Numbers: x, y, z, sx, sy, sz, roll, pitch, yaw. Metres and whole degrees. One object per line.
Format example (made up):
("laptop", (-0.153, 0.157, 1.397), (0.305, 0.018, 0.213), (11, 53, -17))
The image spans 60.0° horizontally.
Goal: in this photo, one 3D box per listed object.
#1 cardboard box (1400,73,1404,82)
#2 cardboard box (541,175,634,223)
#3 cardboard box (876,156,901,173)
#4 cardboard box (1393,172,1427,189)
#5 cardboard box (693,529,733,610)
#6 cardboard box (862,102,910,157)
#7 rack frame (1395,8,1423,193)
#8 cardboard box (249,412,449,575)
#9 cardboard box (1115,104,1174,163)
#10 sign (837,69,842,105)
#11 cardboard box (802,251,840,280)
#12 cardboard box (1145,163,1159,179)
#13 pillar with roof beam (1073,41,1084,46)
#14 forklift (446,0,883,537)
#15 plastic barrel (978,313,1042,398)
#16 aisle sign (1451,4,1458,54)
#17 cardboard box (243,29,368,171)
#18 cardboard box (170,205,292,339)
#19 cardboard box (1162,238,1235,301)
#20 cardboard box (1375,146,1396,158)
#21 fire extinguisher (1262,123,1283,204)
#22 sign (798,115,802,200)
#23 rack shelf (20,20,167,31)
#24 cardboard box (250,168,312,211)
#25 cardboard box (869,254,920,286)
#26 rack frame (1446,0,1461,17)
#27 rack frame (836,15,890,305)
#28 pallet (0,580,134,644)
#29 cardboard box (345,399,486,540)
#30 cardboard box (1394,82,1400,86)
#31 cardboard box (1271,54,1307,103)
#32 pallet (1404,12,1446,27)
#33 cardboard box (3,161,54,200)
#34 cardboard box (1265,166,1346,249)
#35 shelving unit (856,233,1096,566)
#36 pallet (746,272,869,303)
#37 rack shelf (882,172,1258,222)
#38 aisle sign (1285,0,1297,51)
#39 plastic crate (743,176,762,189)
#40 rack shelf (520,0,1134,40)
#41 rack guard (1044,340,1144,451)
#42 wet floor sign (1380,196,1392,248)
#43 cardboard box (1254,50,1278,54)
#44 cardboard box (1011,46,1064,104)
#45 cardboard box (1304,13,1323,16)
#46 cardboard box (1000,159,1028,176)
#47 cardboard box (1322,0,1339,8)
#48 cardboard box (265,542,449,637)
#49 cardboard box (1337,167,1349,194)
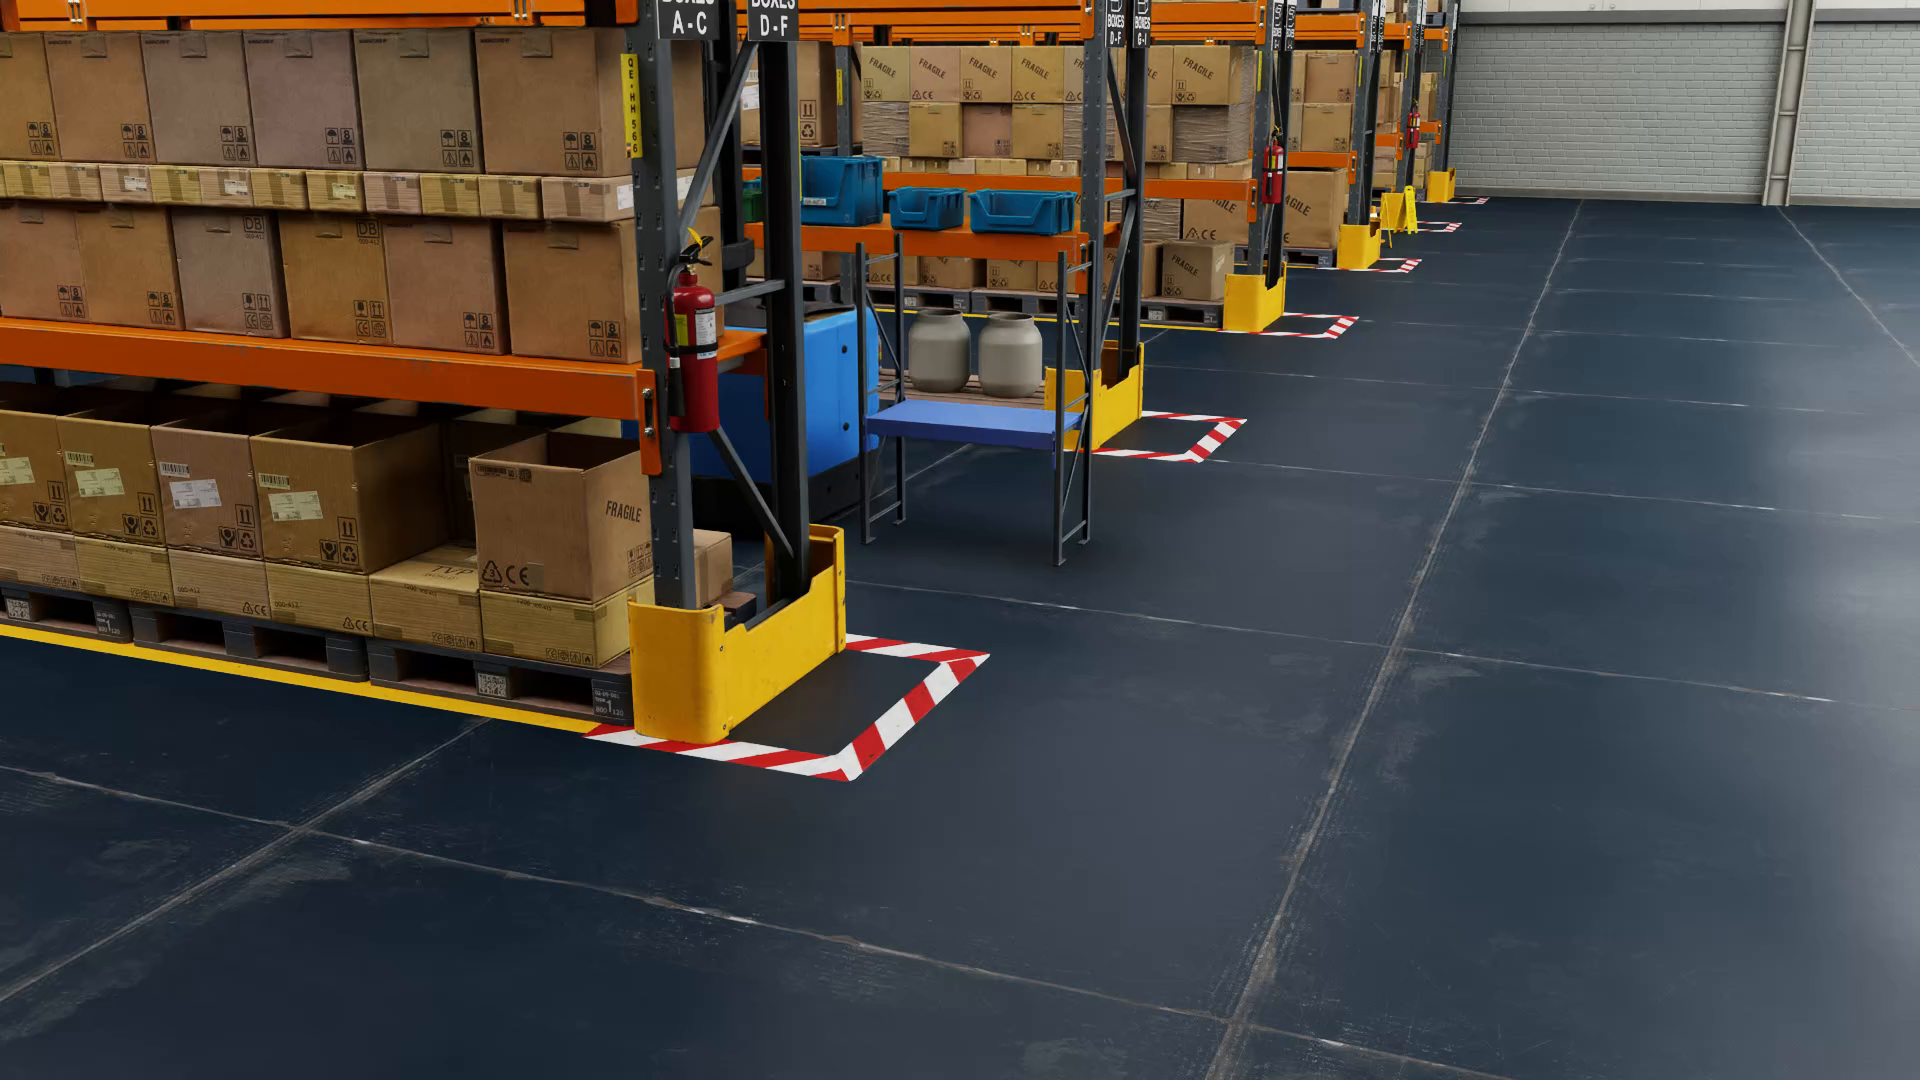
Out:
("cardboard box", (7.590, -7.806, 28.059), (0.250, 0.149, 0.380), (6, 17, 21))
("cardboard box", (-1.276, -1.226, 5.930), (0.250, 0.149, 0.380), (6, 17, 20))
("cardboard box", (-0.616, -3.606, 15.919), (0.250, 0.149, 0.380), (6, 17, 21))
("cardboard box", (7.688, -6.151, 28.416), (0.500, 0.250, 0.500), (6, 17, 21))
("cardboard box", (-1.268, 0.129, 6.783), (0.500, 0.250, 0.500), (6, 17, 21))
("cardboard box", (-0.538, -3.984, 16.059), (0.500, 0.500, 0.875), (6, 17, 21))
("rack frame", (6.423, -6.016, 23.772), (0.127, 3.000, 1.000), (6, 17, 21))
("cardboard box", (-2.395, -0.195, 6.553), (0.500, 0.500, 0.500), (6, 17, 21))
("cardboard box", (1.777, -3.720, 15.151), (0.500, 0.500, 0.875), (6, 17, 21))
("sign", (-1.134, -4.267, 15.670), (0.005, 0.325, 0.100), (6, 17, 21))
("cardboard box", (-1.497, -2.935, 16.851), (0.500, 0.500, 0.700), (5, 17, 16))
("cardboard box", (1.736, -3.369, 15.103), (0.250, 0.149, 0.380), (6, 17, 21))
("pillar with roof beam", (0.763, -9.987, 26.690), (0.400, 9.000, 9.100), (6, 17, 21))
("forklift", (-1.983, -1.683, 8.969), (3.031, 2.935, 1.130), (7, 18, 24))
("plastic barrel", (0.330, -1.216, 10.946), (0.421, 0.512, 0.421), (0, 16, 0))
("aisle sign", (8.195, -8.470, 27.560), (0.004, 0.787, 0.394), (6, 17, 21))
("cardboard box", (-2.290, -1.709, 6.428), (0.500, 0.500, 0.700), (6, 17, 21))
("cardboard box", (-2.722, -1.134, 6.775), (0.500, 0.500, 0.700), (7, 18, 22))
("cardboard box", (2.212, -2.516, 15.444), (0.500, 0.500, 0.500), (10, 19, 31))
("cardboard box", (7.221, -6.682, 28.452), (0.500, 0.250, 0.500), (7, 17, 22))
("fire extinguisher", (2.725, -3.278, 14.478), (0.183, 0.674, 0.296), (6, 17, 21))
("sign", (-0.642, -1.474, 6.432), (0.005, 0.325, 0.100), (6, 17, 21))
("rack shelf", (-10.236, -5.973, 19.534), (4.000, 0.370, 1.077), (6, 17, 21))
("cardboard box", (-2.481, -1.359, 6.385), (0.250, 0.149, 0.380), (7, 18, 22))
("cardboard box", (-0.576, -2.805, 16.442), (0.500, 0.500, 0.500), (6, 17, 19))
("rack frame", (8.241, -10.185, 27.372), (0.127, 3.000, 1.000), (6, 17, 21))
("rack frame", (-0.934, -3.855, 16.329), (0.127, 3.000, 1.000), (6, 17, 21))
("pallet", (-3.848, 0.145, 7.551), (1.213, 0.211, 1.003), (6, 17, 21))
("cardboard box", (-2.204, -0.330, 7.017), (0.500, 0.500, 0.500), (6, 17, 21))
("cardboard box", (7.348, -7.687, 28.185), (0.250, 0.149, 0.380), (7, 17, 22))
("cardboard box", (3.825, -5.393, 19.420), (0.550, 0.550, 0.875), (6, 17, 21))
("pallet", (7.593, -8.781, 28.074), (1.213, 0.211, 1.003), (6, 17, 21))
("cardboard box", (-3.674, -1.490, 6.839), (0.250, 0.149, 0.380), (6, 17, 20))
("cardboard box", (4.046, -3.956, 19.732), (0.875, 0.875, 0.875), (6, 17, 21))
("shelving unit", (0.079, -0.712, 8.190), (1.048, 1.500, 0.538), (6, 17, 21))
("pallet", (-1.659, -2.595, 16.990), (1.213, 0.211, 1.003), (6, 17, 21))
("rack shelf", (0.927, -3.305, 15.724), (4.000, 0.370, 1.077), (6, 17, 21))
("aisle sign", (2.955, -4.766, 14.803), (0.004, 0.787, 0.394), (6, 17, 21))
("plastic crate", (-1.622, -2.457, 11.777), (0.616, 0.251, 0.499), (6, 17, 21))
("rack shelf", (-0.891, -3.461, 10.881), (4.000, 0.370, 1.077), (6, 17, 21))
("rack guard", (0.882, -0.957, 10.827), (0.348, 0.500, 1.175), (6, 17, 21))
("wet floor sign", (5.455, -4.102, 21.401), (0.232, 0.644, 0.267), (3, 17, 11))
("cardboard box", (4.475, -6.849, 24.135), (0.500, 0.500, 0.700), (6, 17, 20))
("cardboard box", (0.791, -4.264, 15.230), (0.500, 0.500, 0.500), (6, 17, 21))
("cardboard box", (5.050, -7.409, 23.642), (0.250, 0.149, 0.380), (6, 17, 20))
("cardboard box", (0.556, -3.485, 15.502), (0.250, 0.149, 0.380), (6, 17, 21))
("cardboard box", (5.386, -7.565, 23.464), (0.500, 0.250, 0.500), (6, 17, 20))
("cardboard box", (-2.394, 0.165, 6.660), (0.500, 0.250, 0.500), (6, 17, 21))
("cardboard box", (5.582, -5.272, 24.042), (0.500, 0.500, 0.500), (6, 17, 21))
